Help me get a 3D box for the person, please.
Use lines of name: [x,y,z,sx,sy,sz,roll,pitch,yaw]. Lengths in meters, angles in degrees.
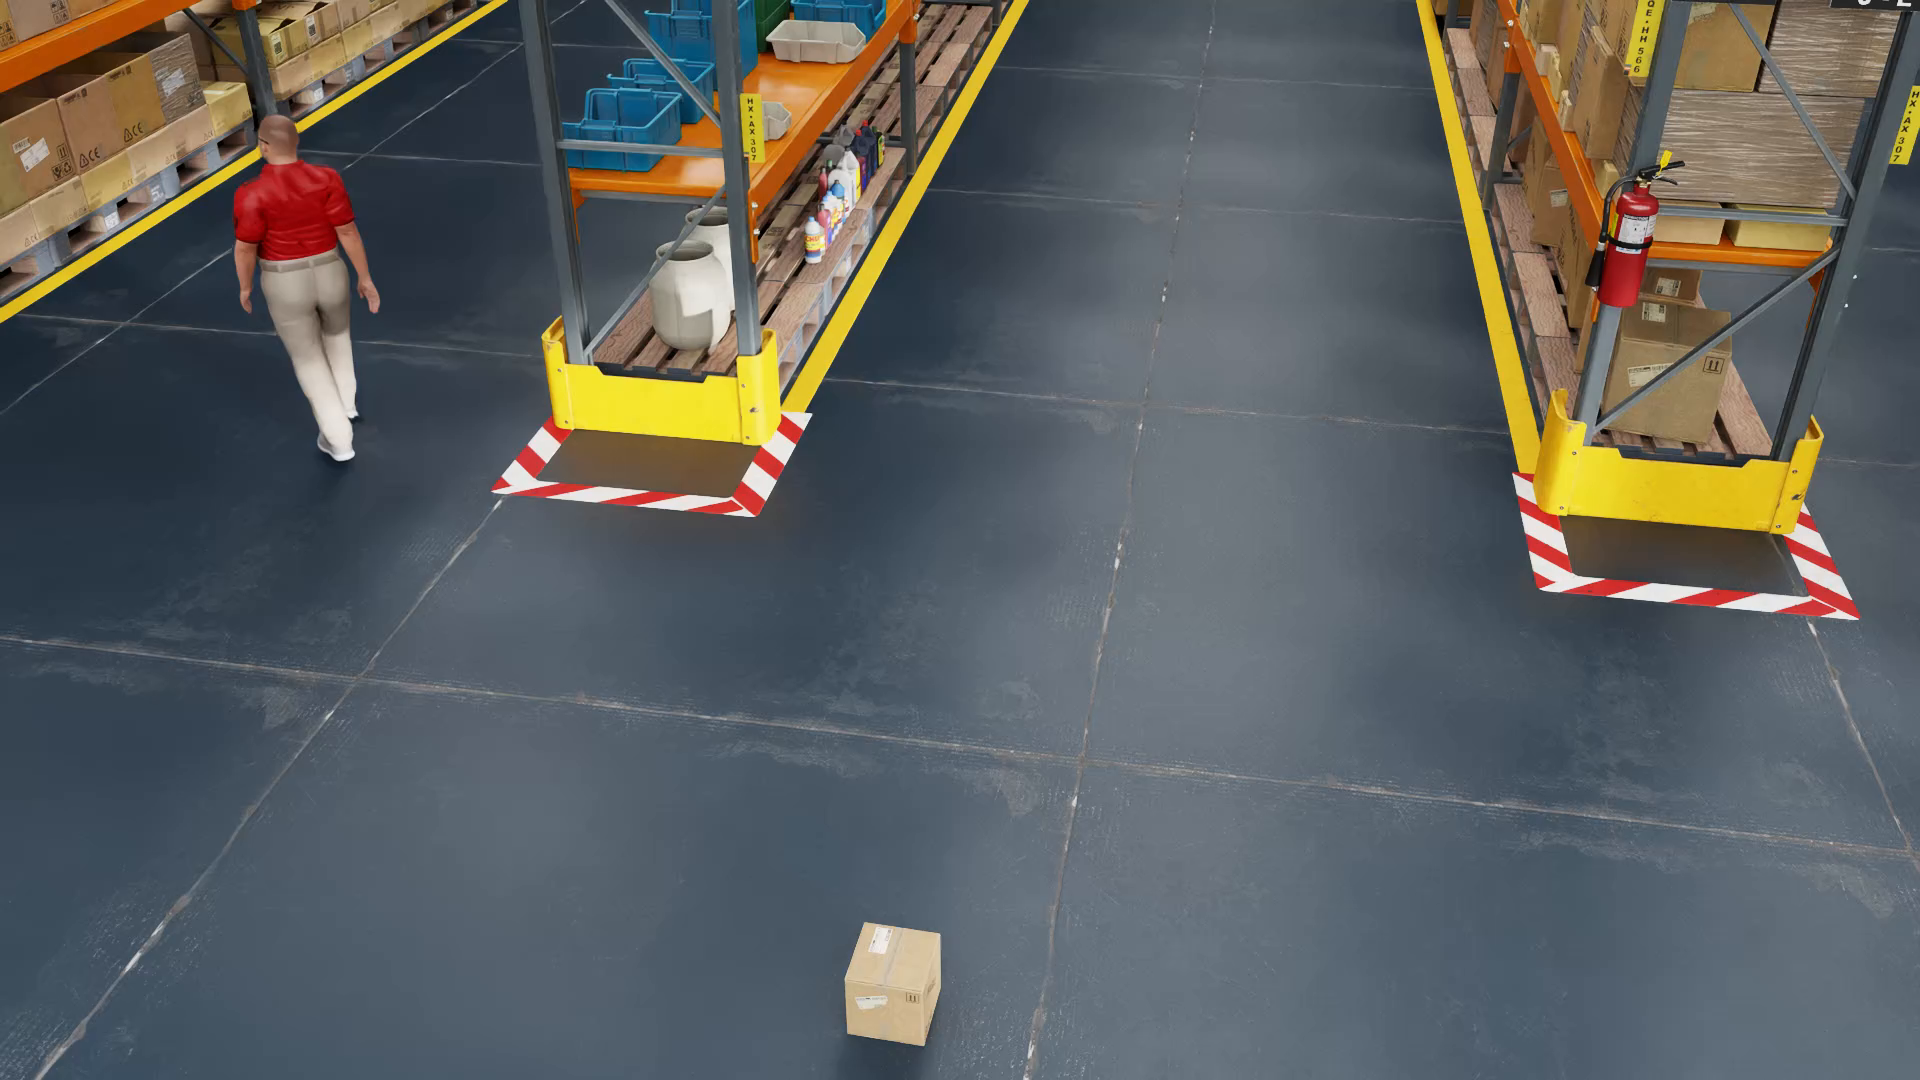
person: [-3.222,-1.229,8.153,0.579,1.792,0.681,-25,40,-34]
